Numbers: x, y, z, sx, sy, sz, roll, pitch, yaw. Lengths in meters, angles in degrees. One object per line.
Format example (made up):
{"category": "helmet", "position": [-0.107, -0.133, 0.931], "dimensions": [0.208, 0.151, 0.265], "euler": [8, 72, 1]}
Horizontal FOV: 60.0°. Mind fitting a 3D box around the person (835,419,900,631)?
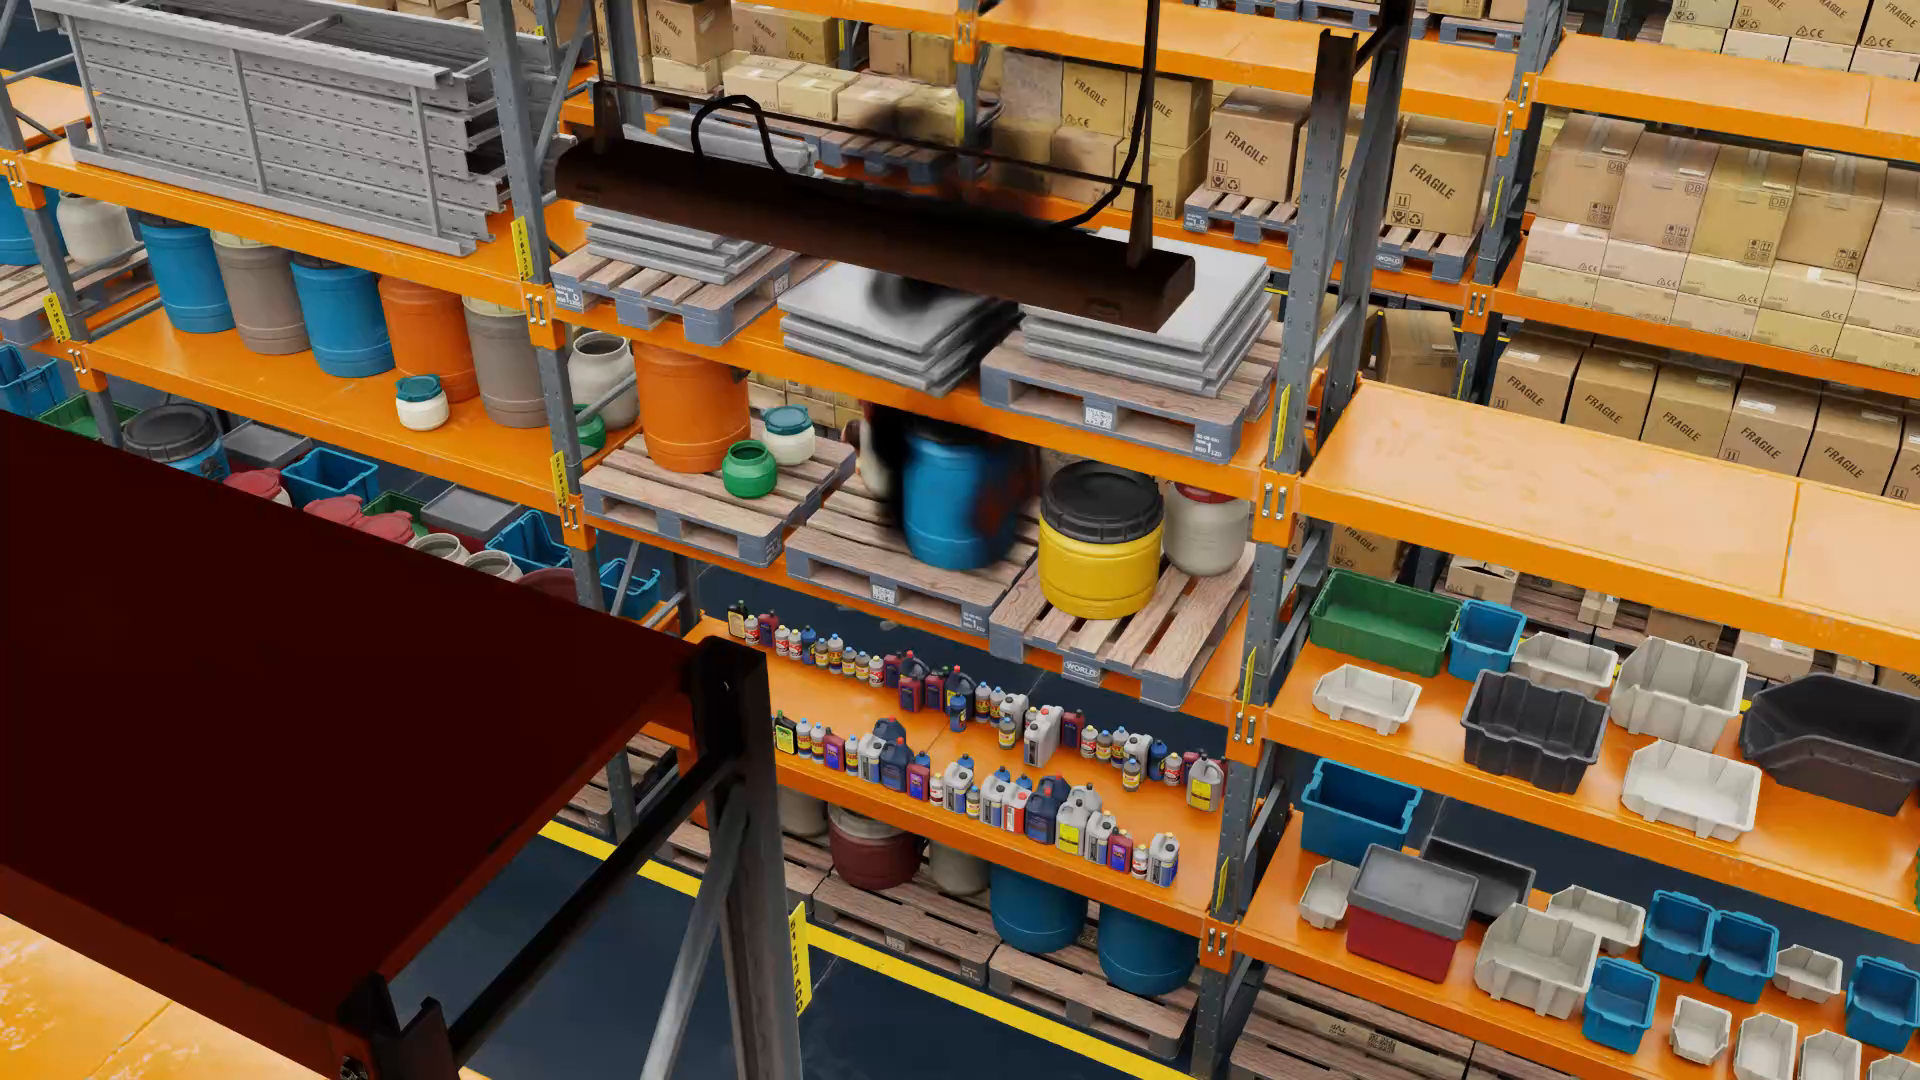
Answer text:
{"category": "person", "position": [-0.674, -0.071, 12.038], "dimensions": [0.730, 1.738, 0.591], "euler": [20, 40, 26]}
